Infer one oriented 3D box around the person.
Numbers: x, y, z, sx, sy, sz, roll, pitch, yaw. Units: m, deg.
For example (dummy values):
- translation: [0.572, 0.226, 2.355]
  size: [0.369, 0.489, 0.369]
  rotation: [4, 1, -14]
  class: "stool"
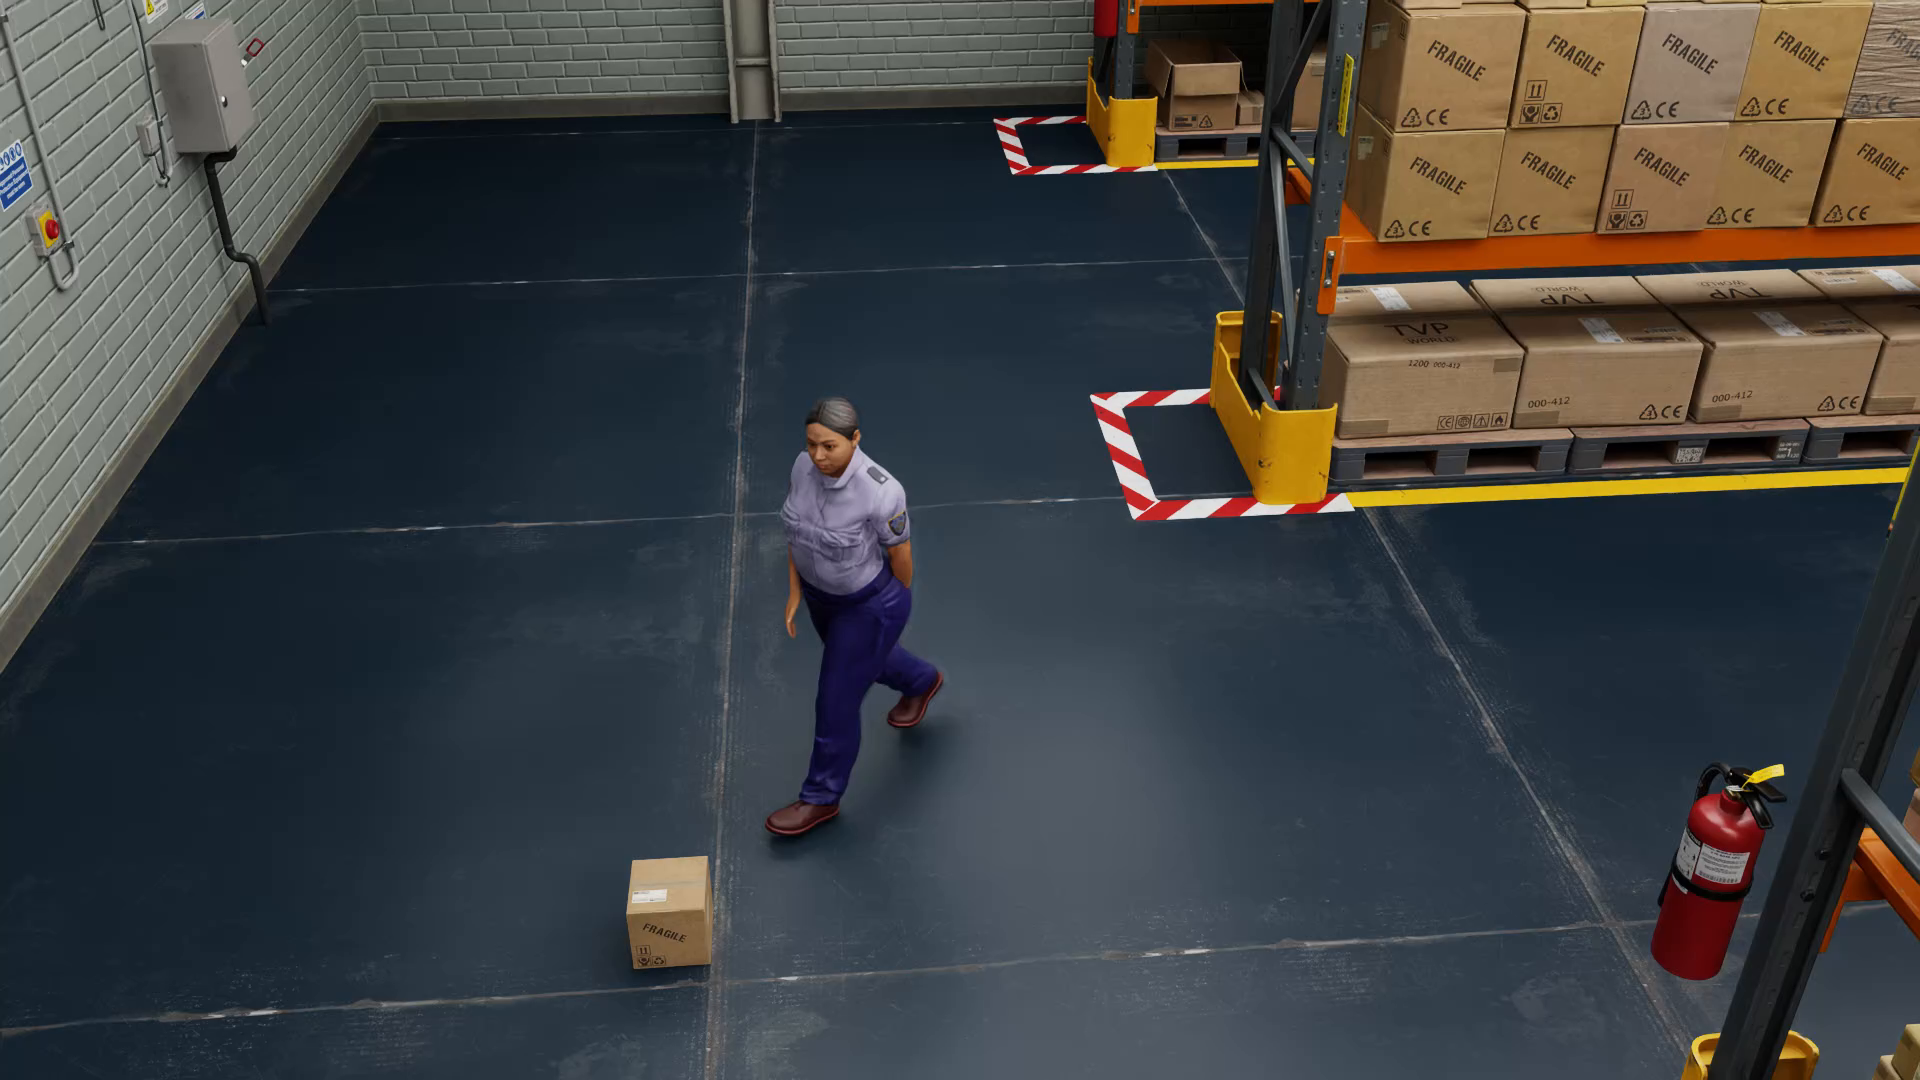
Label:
- translation: [-0.364, 0.196, 5.839]
  size: [0.981, 1.596, 0.450]
  rotation: [-27, 40, -37]
  class: "person"
